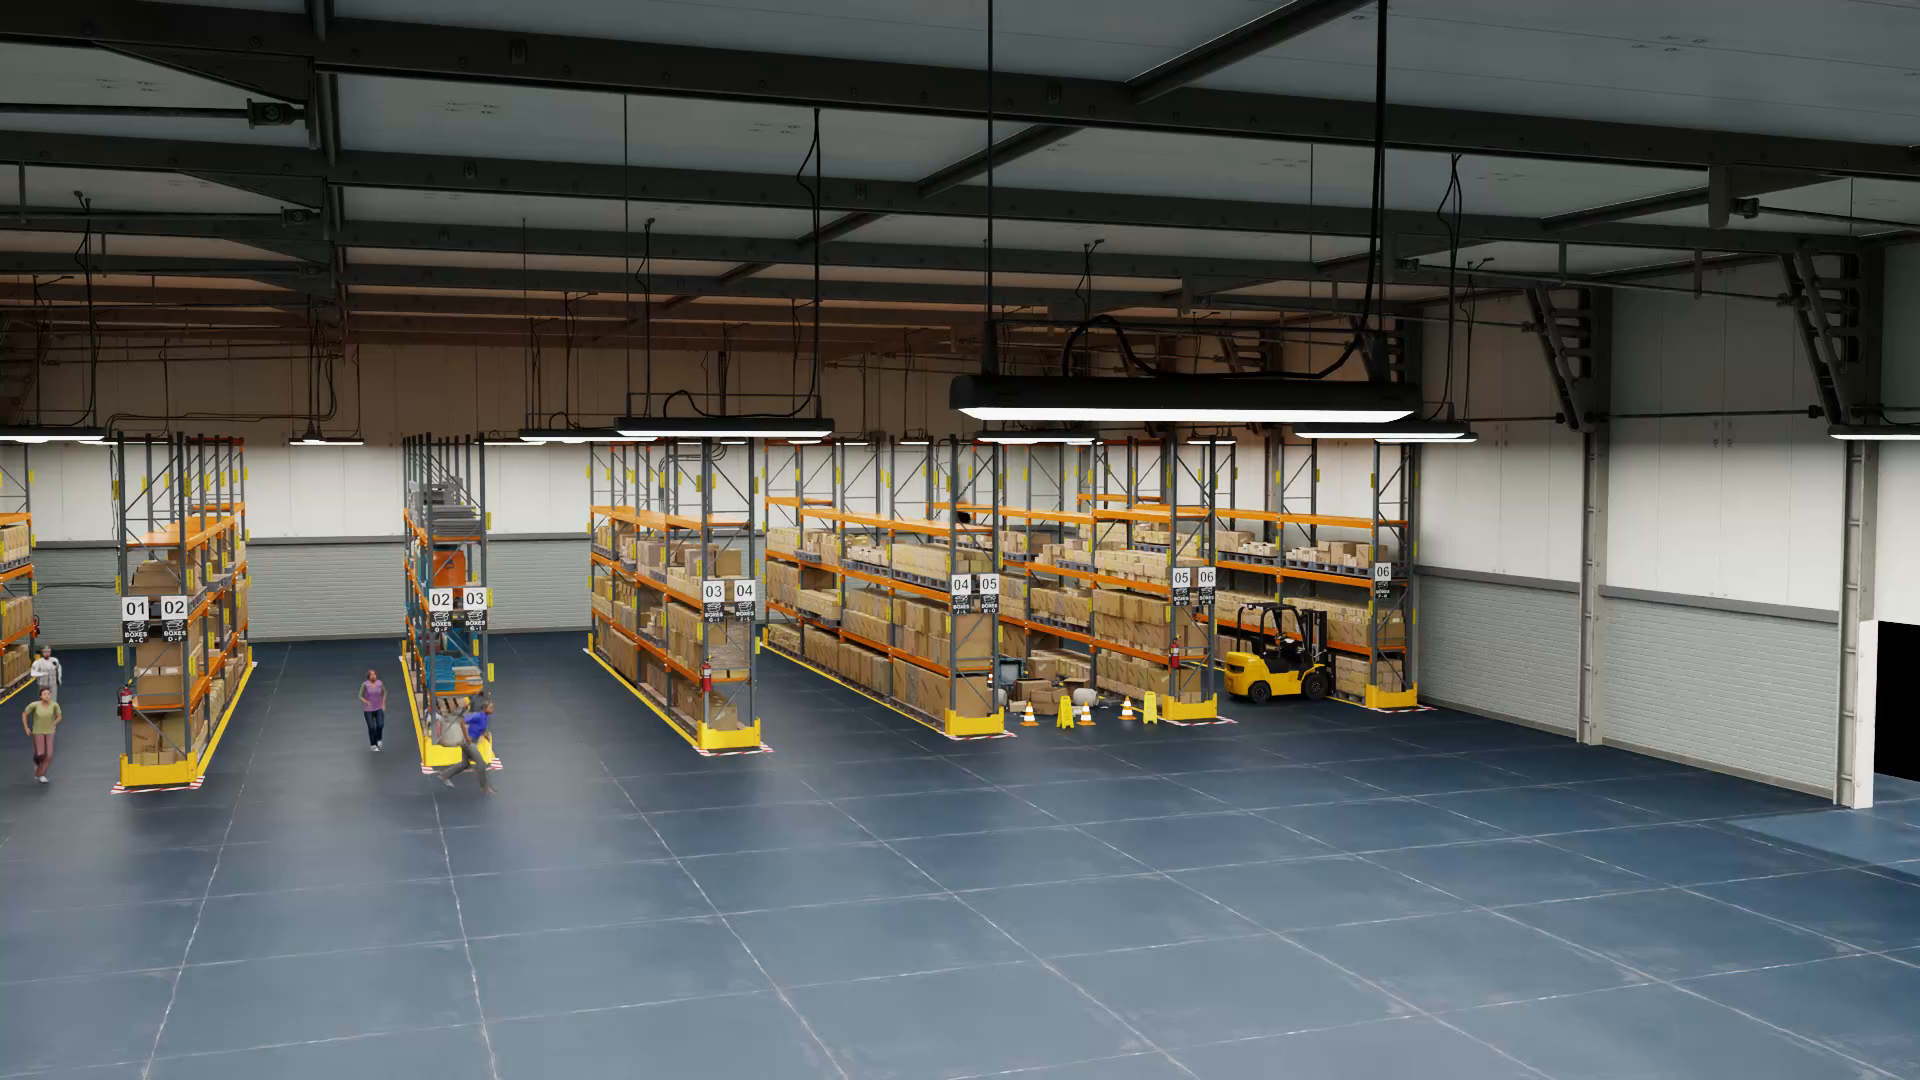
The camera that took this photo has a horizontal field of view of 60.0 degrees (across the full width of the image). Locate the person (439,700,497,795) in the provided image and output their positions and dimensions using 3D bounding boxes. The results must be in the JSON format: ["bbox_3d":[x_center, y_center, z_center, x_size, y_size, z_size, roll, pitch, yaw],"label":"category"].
[{"bbox_3d":[-8.163,3.441,27.482,0.978,1.601,0.612,0,3,8],"label":"person"}]

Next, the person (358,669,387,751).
[{"bbox_3d":[-11.020,3.199,31.236,0.533,1.561,0.576,-2,4,-26],"label":"person"}]

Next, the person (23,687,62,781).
[{"bbox_3d":[-15.716,3.333,28.529,0.574,1.620,0.575,-3,4,-41],"label":"person"}]

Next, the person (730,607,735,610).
[{"bbox_3d":[-6.151,2.358,44.197,0.652,1.825,0.905,-2,4,-30],"label":"person"}]

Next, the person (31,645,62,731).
[{"bbox_3d":[-18.584,2.985,33.838,0.589,1.715,0.883,-2,4,-36],"label":"person"}]
